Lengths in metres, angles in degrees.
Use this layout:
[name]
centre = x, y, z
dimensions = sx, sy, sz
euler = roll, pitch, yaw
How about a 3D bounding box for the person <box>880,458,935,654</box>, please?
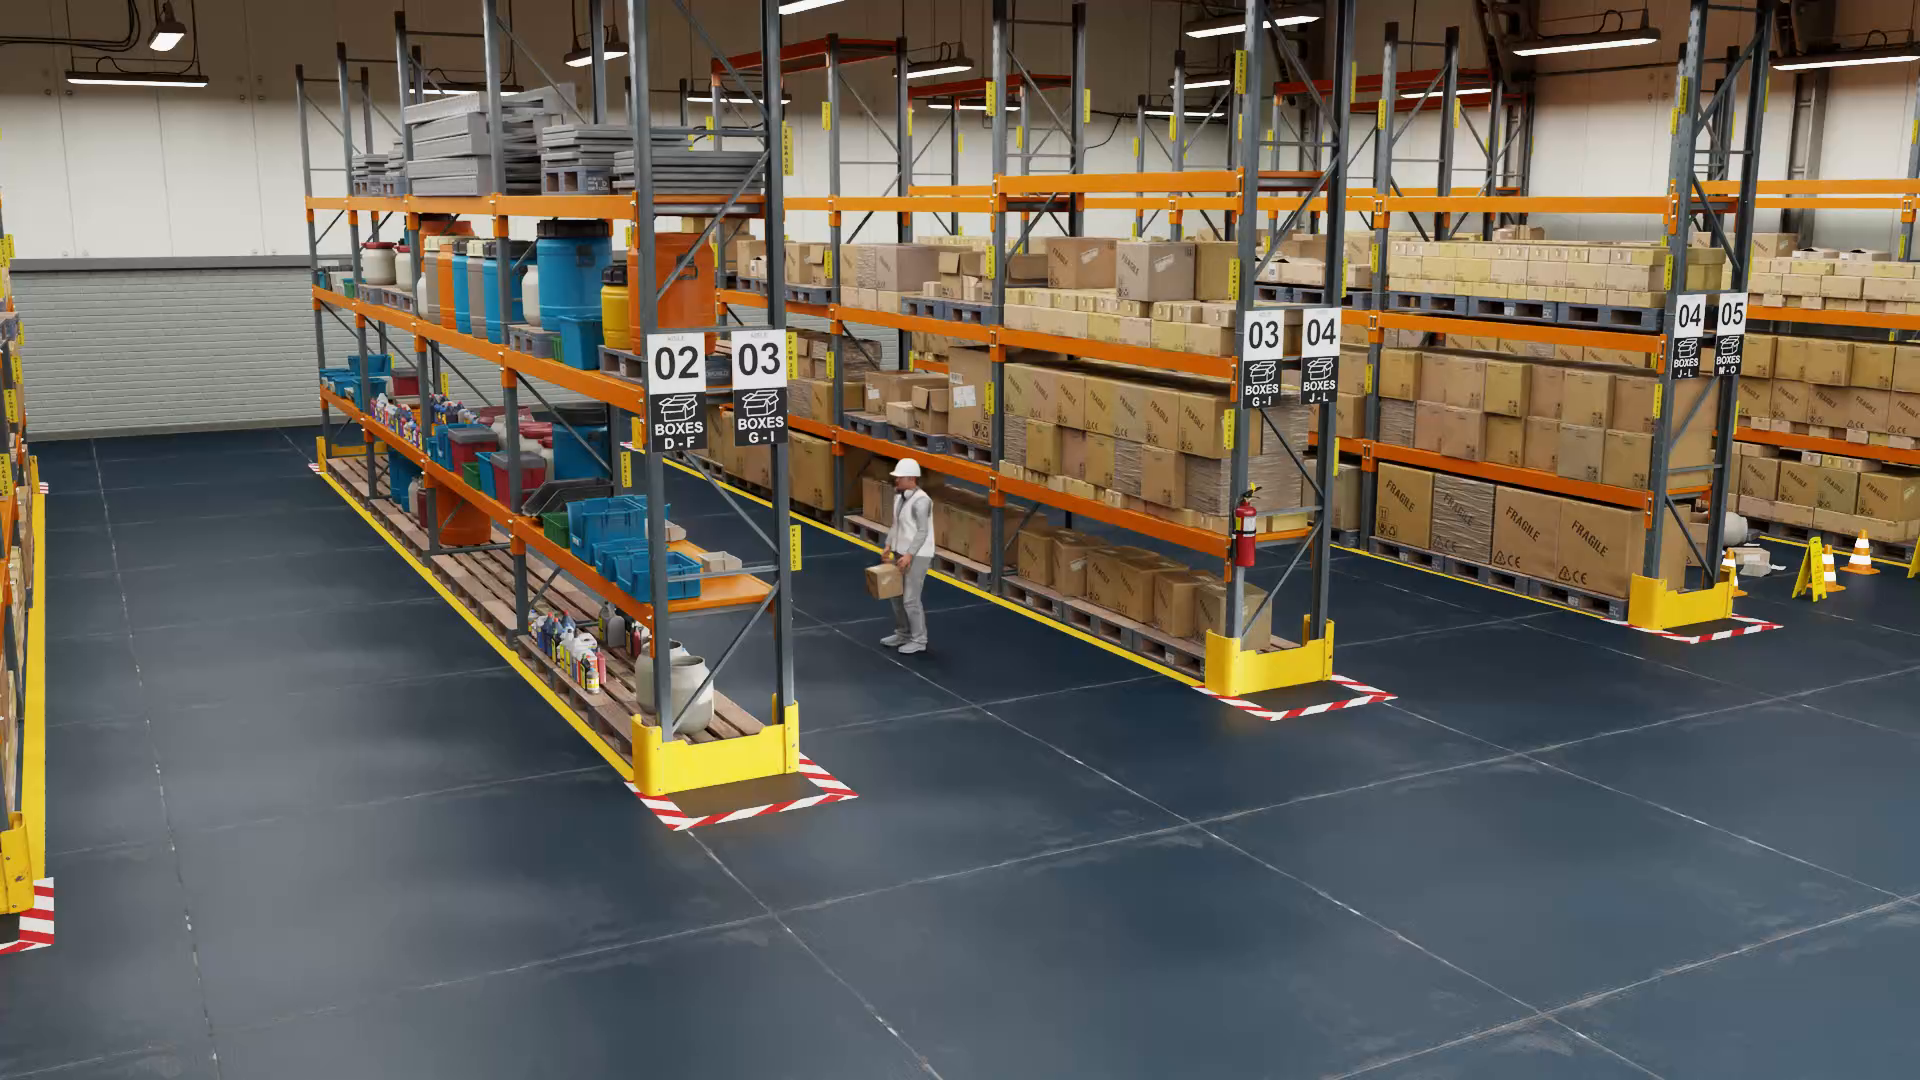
[person]
centre = -0.462, 0.130, 15.234
dimensions = 0.434, 1.778, 0.553
euler = -7, 13, -29
